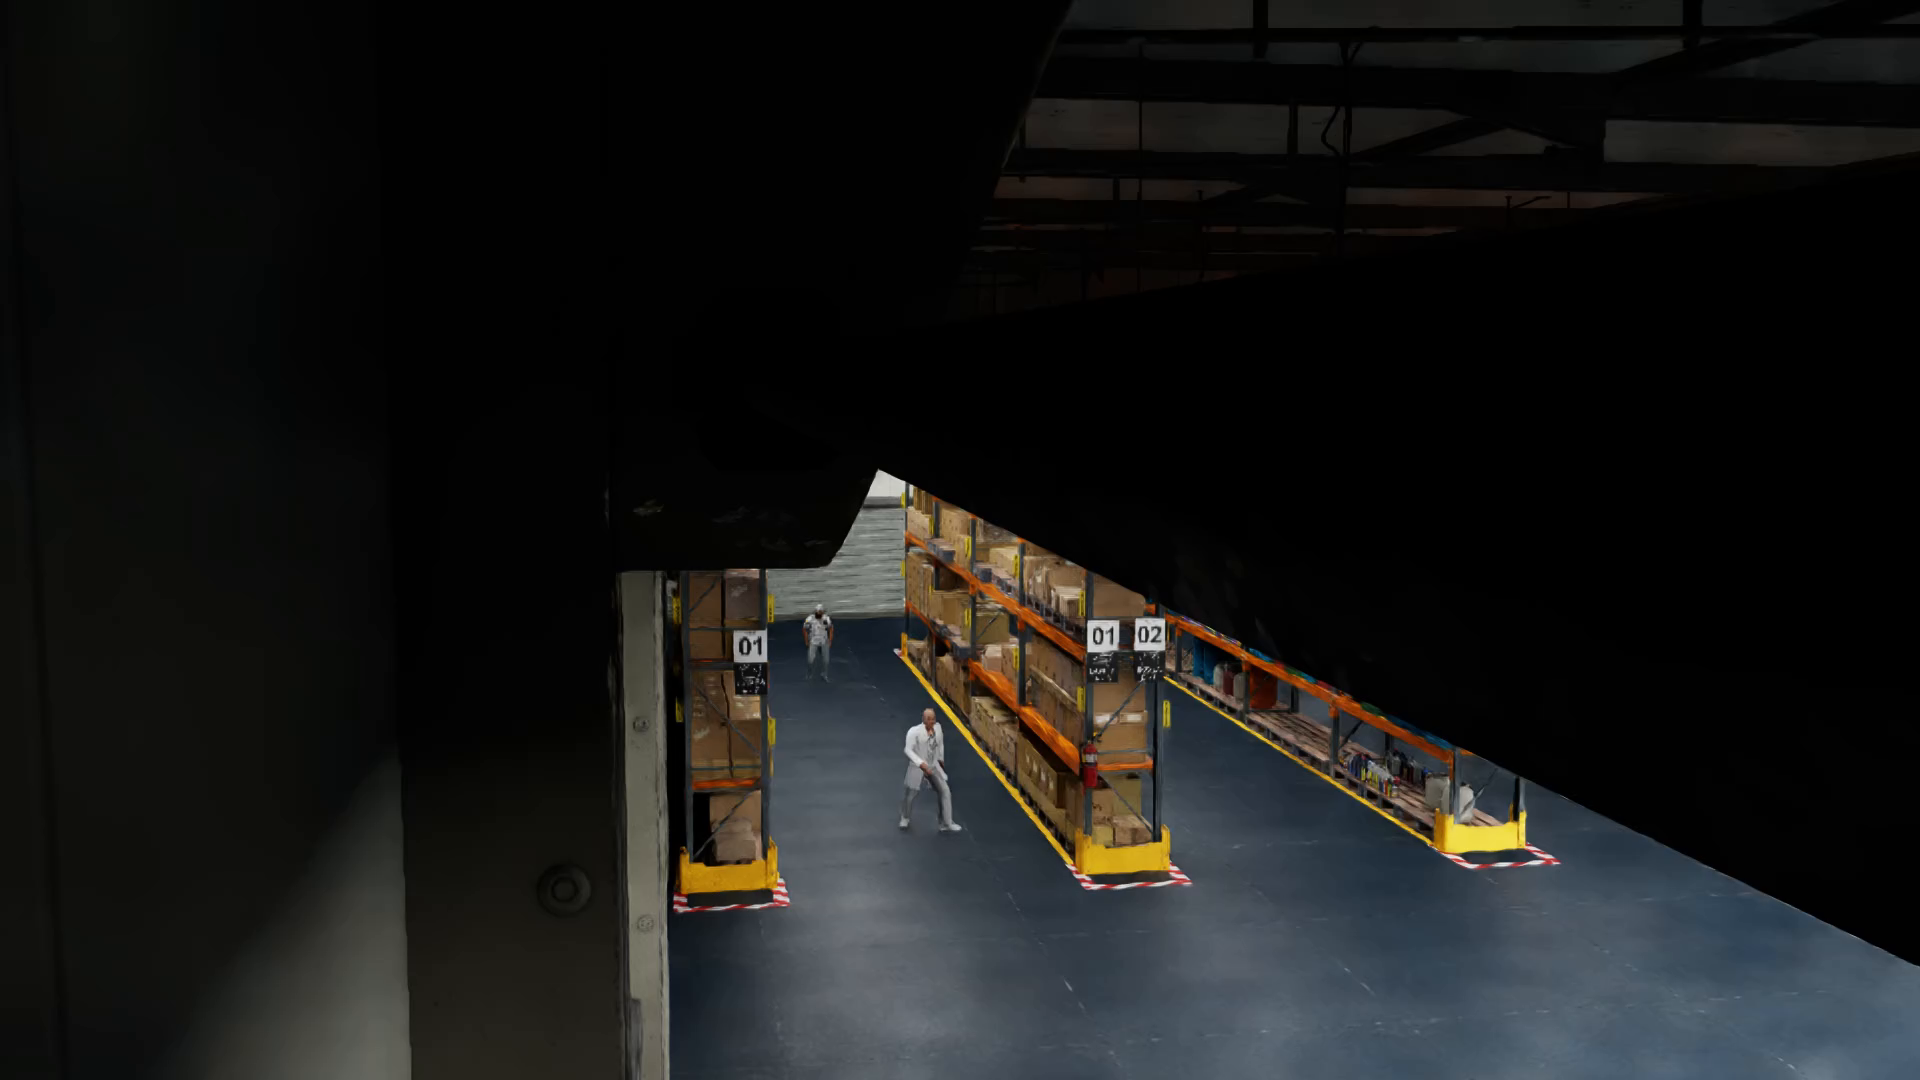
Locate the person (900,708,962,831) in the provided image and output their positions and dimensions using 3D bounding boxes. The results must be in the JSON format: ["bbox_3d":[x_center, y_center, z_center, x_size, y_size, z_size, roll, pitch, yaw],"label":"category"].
[{"bbox_3d":[-0.475,3.112,22.734,0.735,1.712,0.905,-3,7,-26],"label":"person"}]

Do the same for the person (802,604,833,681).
[{"bbox_3d":[-2.856,2.066,33.503,0.625,1.611,0.582,-1,6,-12],"label":"person"}]
